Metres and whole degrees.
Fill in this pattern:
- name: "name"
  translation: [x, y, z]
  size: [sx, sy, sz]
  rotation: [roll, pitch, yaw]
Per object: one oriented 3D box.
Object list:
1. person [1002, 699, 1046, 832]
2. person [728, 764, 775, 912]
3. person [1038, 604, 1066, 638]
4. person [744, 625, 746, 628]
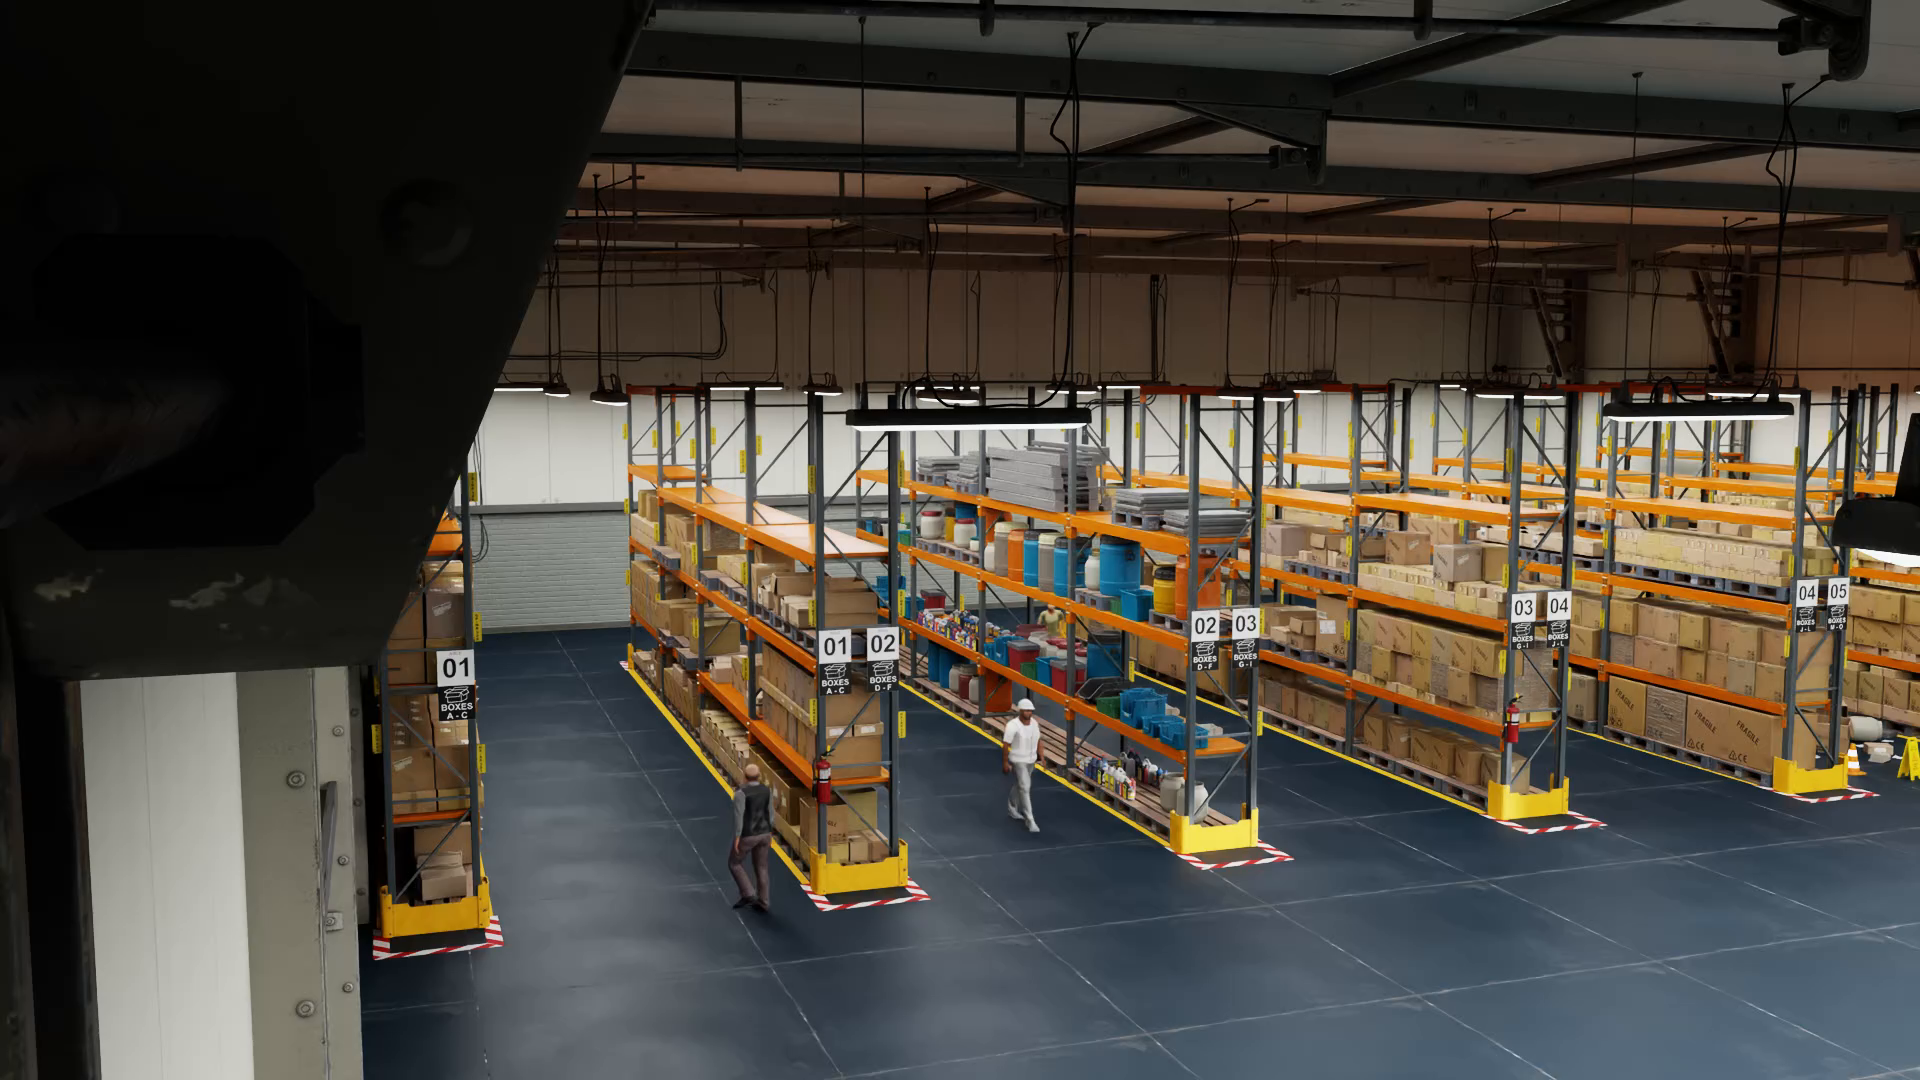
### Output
- name: "person"
  translation: [0.931, 3.075, 23.067]
  size: [0.870, 1.747, 0.585]
  rotation: [6, 8, 44]
- name: "person"
  translation: [-2.412, 3.466, 19.400]
  size: [0.576, 1.701, 0.527]
  rotation: [-5, 8, -42]
- name: "person"
  translation: [1.894, 1.984, 34.518]
  size: [0.626, 1.587, 0.685]
  rotation: [-1, 6, -11]
- name: "person"
  translation: [-4.922, 1.488, 38.861]
  size: [0.671, 1.686, 0.624]
  rotation: [-1, 6, -10]
